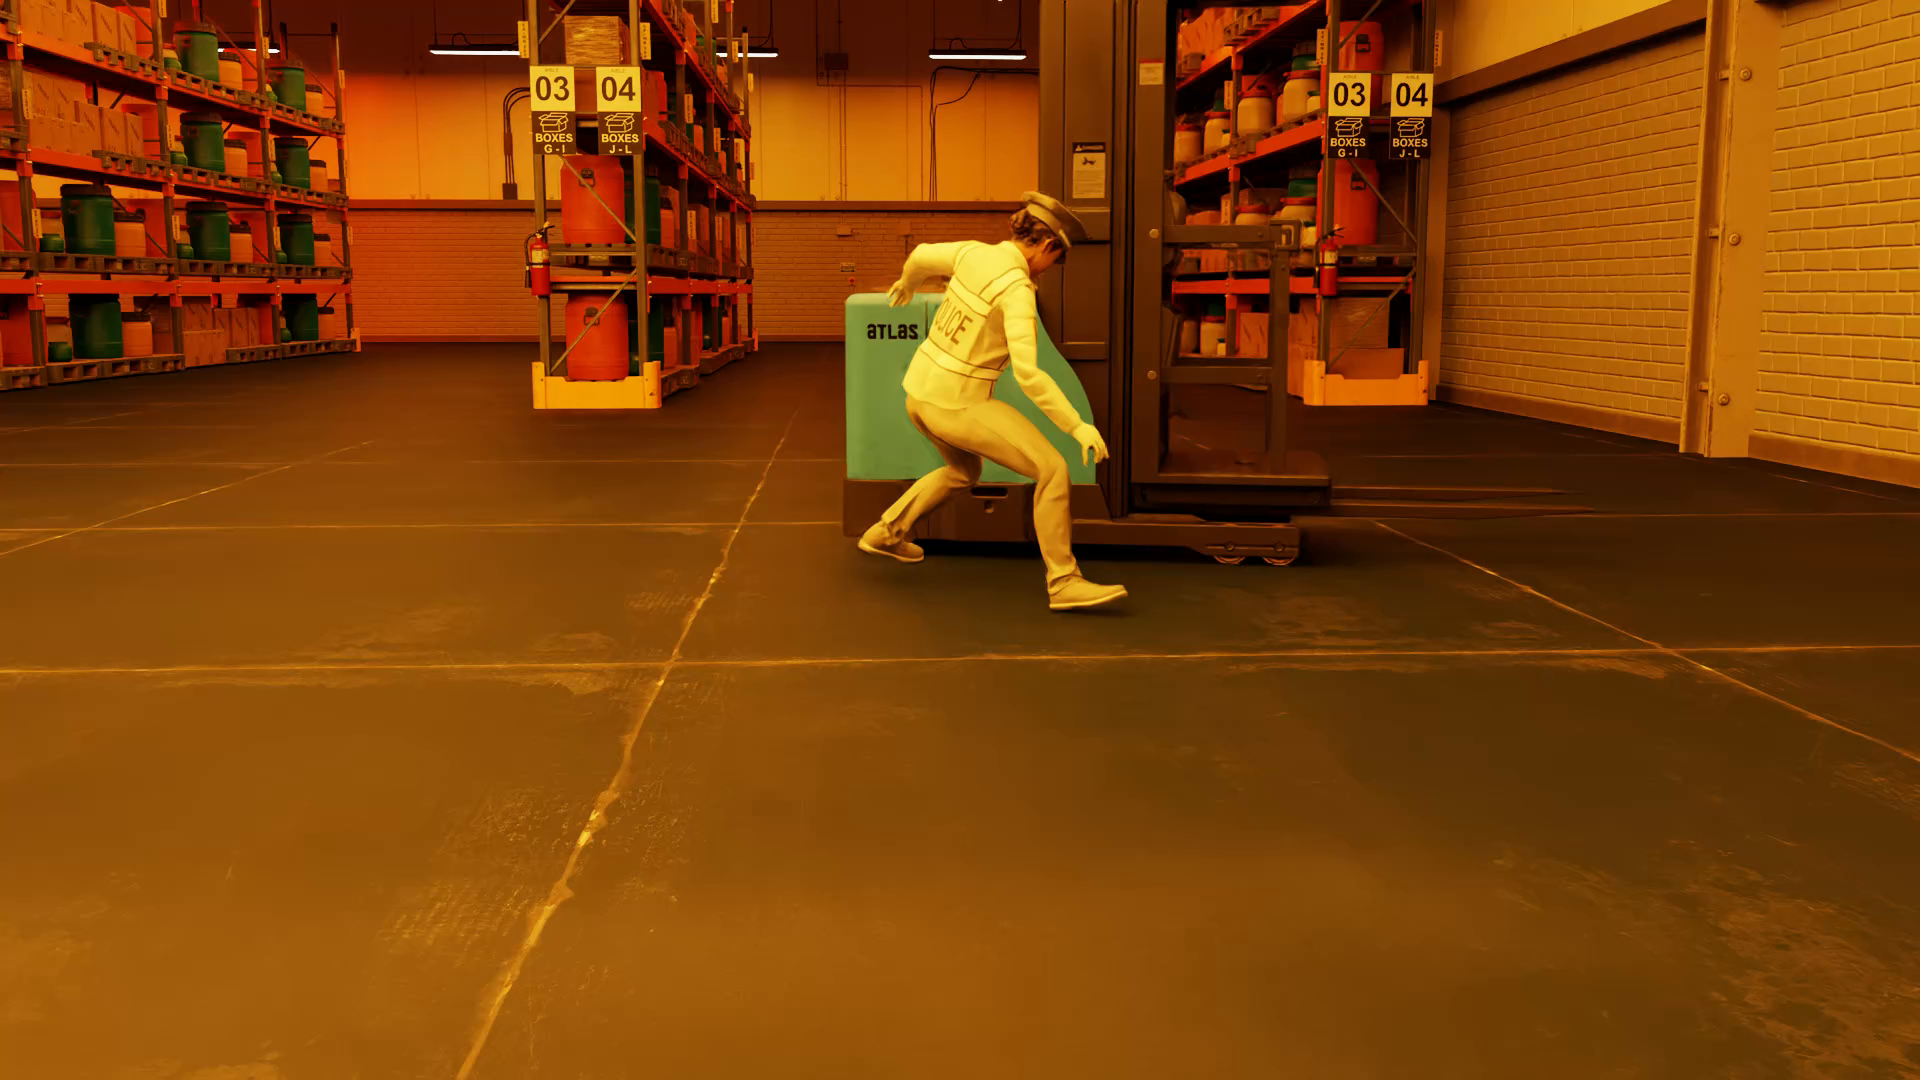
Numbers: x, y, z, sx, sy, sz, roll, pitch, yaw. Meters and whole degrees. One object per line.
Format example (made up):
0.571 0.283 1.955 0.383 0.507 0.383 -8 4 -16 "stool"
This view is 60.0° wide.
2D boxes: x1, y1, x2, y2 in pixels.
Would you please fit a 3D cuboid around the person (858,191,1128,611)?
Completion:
0.058 -0.500 5.856 0.709 1.419 1.097 -3 9 -20 "person"

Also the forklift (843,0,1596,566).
1.076 -1.431 6.965 3.031 2.935 1.130 1 9 9 "forklift"
